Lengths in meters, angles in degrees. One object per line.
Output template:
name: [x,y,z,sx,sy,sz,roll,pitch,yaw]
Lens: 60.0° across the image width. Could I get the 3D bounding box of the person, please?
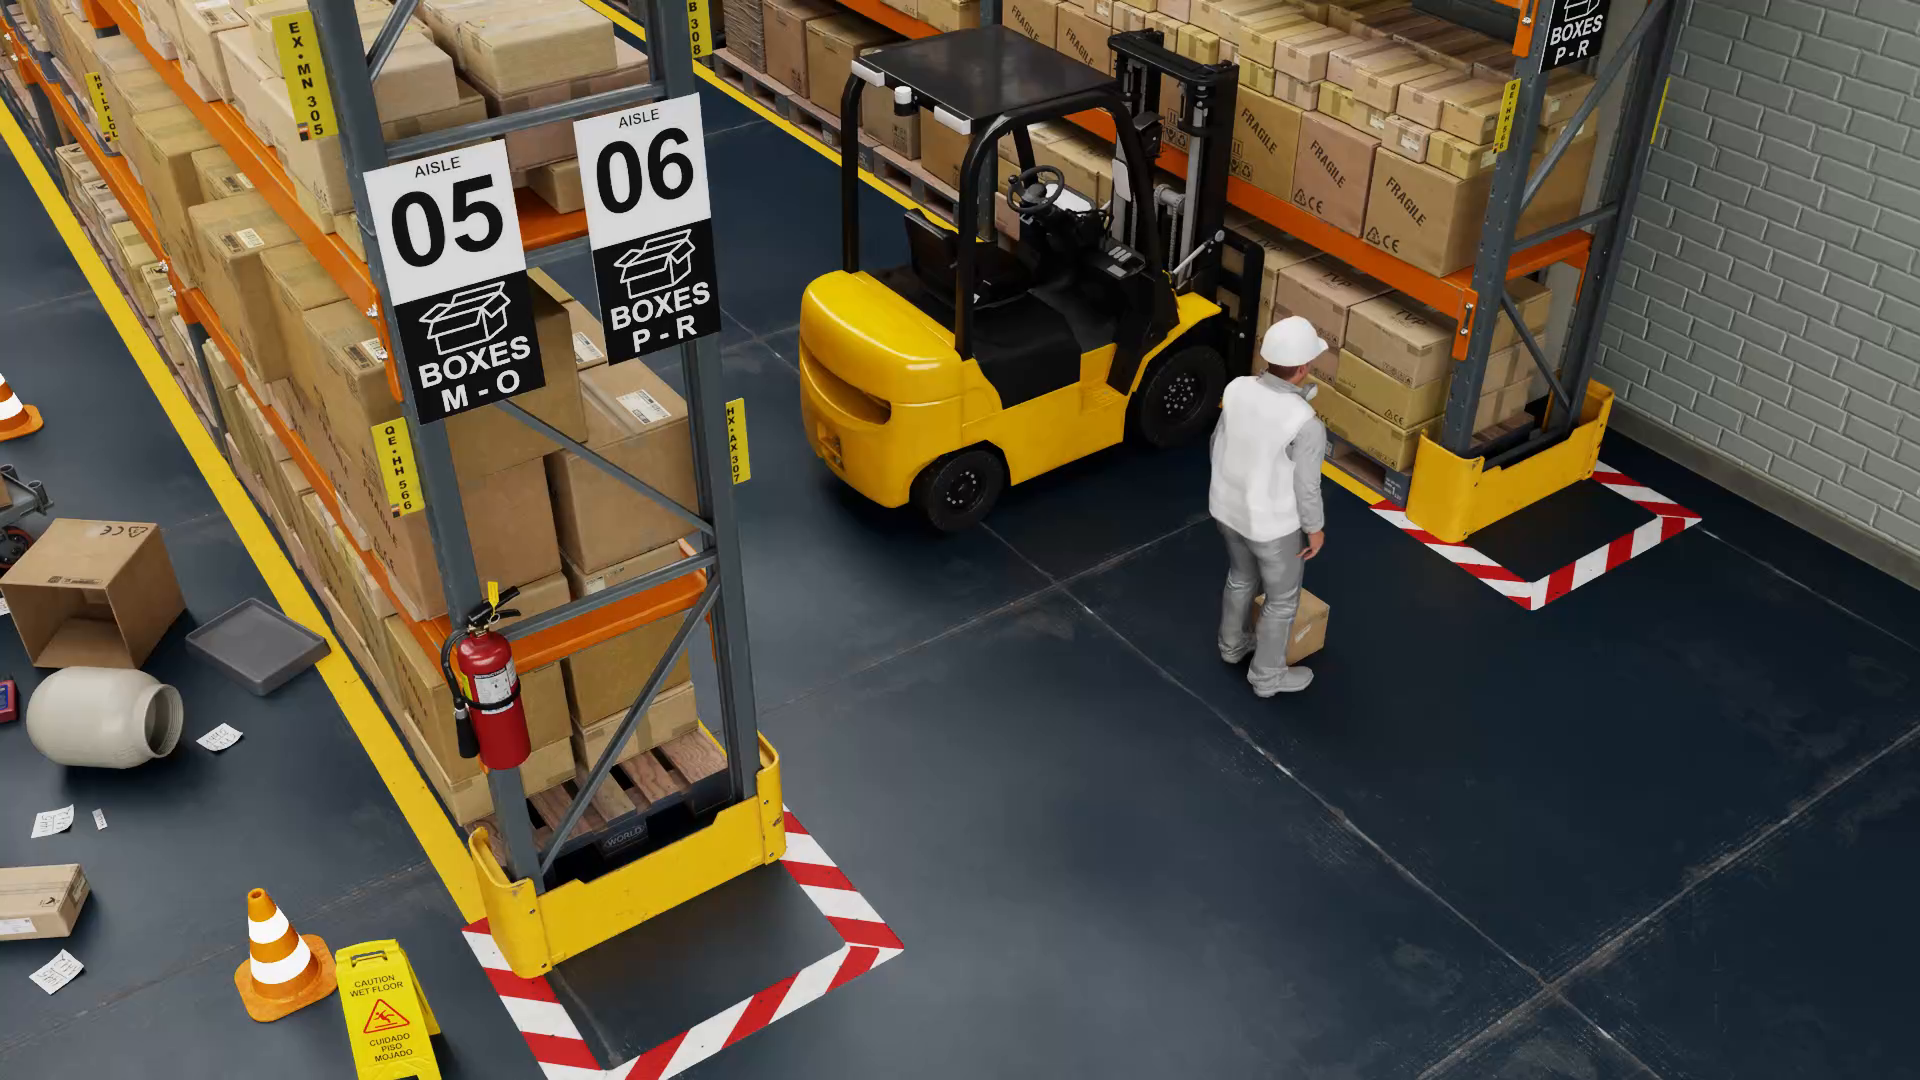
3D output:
person: [1.318,-0.142,7.173,0.467,1.773,0.593,-25,43,-30]
